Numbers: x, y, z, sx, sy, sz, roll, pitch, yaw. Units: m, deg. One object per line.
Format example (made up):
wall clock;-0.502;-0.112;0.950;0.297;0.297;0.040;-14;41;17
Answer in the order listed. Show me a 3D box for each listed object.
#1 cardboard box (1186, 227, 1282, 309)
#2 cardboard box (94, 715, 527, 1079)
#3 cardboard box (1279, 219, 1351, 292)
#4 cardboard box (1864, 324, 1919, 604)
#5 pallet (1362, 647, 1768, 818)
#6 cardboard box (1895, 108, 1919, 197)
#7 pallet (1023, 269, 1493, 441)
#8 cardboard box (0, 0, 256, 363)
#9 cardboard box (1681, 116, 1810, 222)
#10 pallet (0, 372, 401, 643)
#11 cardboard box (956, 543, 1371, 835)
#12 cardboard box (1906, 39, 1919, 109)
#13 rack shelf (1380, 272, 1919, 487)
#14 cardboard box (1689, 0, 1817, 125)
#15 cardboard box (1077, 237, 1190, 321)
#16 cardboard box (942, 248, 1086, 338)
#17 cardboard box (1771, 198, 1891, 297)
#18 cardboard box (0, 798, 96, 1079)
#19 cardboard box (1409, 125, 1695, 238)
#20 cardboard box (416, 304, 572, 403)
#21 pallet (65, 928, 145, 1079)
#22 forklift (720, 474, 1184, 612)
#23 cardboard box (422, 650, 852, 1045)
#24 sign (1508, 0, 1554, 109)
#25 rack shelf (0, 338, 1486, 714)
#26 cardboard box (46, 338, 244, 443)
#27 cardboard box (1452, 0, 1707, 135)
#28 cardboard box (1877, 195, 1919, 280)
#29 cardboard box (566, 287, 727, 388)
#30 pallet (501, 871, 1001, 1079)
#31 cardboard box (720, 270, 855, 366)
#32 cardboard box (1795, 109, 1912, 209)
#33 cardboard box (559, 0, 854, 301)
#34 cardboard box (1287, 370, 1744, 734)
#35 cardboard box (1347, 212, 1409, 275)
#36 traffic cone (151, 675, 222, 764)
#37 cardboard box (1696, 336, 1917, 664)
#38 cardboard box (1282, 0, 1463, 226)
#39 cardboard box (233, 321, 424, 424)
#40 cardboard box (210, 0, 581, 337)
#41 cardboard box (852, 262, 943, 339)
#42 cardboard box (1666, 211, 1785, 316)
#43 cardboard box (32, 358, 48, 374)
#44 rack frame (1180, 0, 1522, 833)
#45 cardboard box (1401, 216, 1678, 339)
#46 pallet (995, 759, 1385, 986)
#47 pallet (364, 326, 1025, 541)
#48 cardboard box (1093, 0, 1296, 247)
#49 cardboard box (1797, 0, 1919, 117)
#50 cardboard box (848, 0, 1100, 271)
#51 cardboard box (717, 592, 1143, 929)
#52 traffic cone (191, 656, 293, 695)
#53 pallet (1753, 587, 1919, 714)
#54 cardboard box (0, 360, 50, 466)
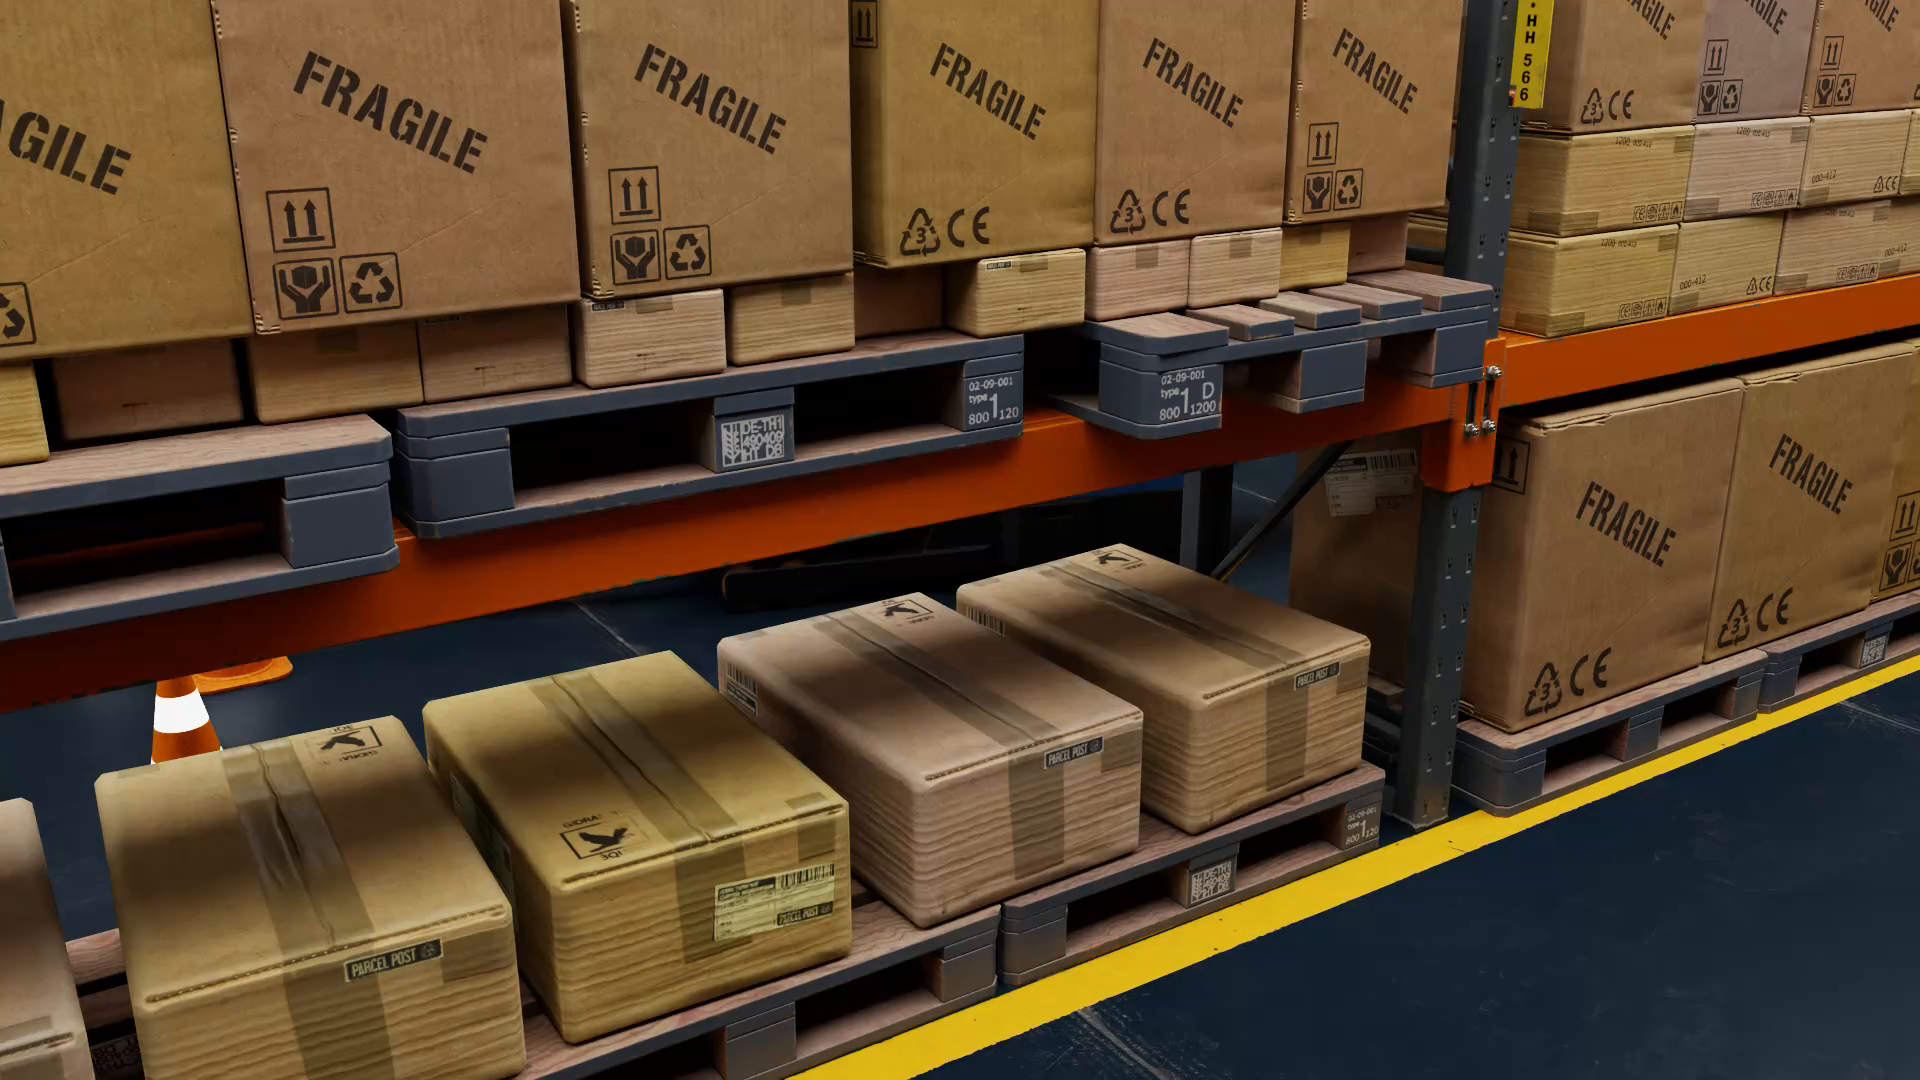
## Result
cardboard box;0.479;-0.620;3.631;0.250;0.149;0.380;-12;22;-32
cardboard box;-1.312;0.746;3.301;0.625;0.372;0.950;-10;21;-28
cardboard box;0.665;-0.676;3.798;0.250;0.149;0.380;-12;22;-31
cardboard box;3.110;-0.389;5.873;0.875;0.875;0.875;-11;22;-30
pallet;1.693;0.419;5.177;1.213;0.211;1.003;-12;22;-31
cardboard box;2.838;-1.234;5.164;0.500;0.250;0.500;-11;22;-30
pallet;0.457;-0.539;3.954;1.003;0.211;1.213;-12;22;-31
cardboard box;-1.380;-0.560;2.443;0.500;0.500;0.500;-12;22;-31
cardboard box;1.984;-1.063;4.660;0.500;0.250;0.500;-11;22;-30
pallet;-1.629;-0.084;2.609;1.213;0.211;1.003;-12;22;-31
cardboard box;0.516;0.359;4.446;0.625;0.372;0.950;-14;23;-35
cardboard box;2.812;-1.591;5.050;0.500;0.500;0.500;-12;22;-31
rack shelf;2.664;-0.795;5.536;4.000;0.370;1.077;-12;22;-31
cardboard box;1.949;-1.416;4.532;0.500;0.500;0.500;-12;22;-31
cardboard box;0.264;-0.578;3.506;0.250;0.149;0.380;-13;23;-34
cardboard box;0.042;-0.525;3.352;0.250;0.149;0.380;-11;22;-30
cardboard box;2.401;-0.917;5.009;0.500;0.250;0.500;-11;22;-30
cardboard box;-1.911;0.874;2.924;0.625;0.372;0.950;-12;22;-31
cardboard box;1.552;-0.973;4.391;0.500;0.250;0.500;-12;22;-32
cardboard box;-0.859;-0.361;2.865;0.250;0.149;0.380;-12;22;-31
pallet;-1.698;1.104;3.148;1.213;0.211;1.003;-12;22;-31
forklift;-0.651;-1.320;6.072;3.031;2.935;1.130;-5;19;-16
cardboard box;-0.733;0.623;3.665;0.625;0.372;0.950;-11;22;-30
sign;1.300;-1.151;3.782;0.005;0.325;0.100;-12;22;-31
rack shelf;-0.677;-0.090;3.452;4.000;0.370;1.077;-12;22;-31
cardboard box;-1.304;-0.284;2.637;0.250;0.149;0.380;-10;21;-28
cardboard box;1.540;-1.326;4.266;0.500;0.500;0.500;-13;22;-33
cardboard box;2.811;-1.005;5.269;0.500;0.250;0.500;-12;22;-31
cardboard box;-0.608;-0.394;2.963;0.250;0.149;0.380;-11;22;-29
pallet;-0.678;0.888;3.788;1.213;0.211;1.003;-12;22;-31
cardboard box;-0.402;-0.449;3.125;0.250;0.149;0.380;-13;22;-33
cardboard box;2.408;-1.148;4.910;0.500;0.250;0.500;-12;22;-32
cardboard box;-0.537;-0.737;2.966;0.500;0.500;0.500;-13;23;-34
cardboard box;1.616;-0.075;4.946;0.875;0.875;0.875;-12;22;-32
cardboard box;0.849;-0.743;3.995;0.250;0.149;0.380;-11;22;-29
traffic cone;-2.082;0.530;4.455;0.334;0.463;0.336;-12;22;-31
cardboard box;2.363;-0.231;5.407;0.875;0.875;0.875;-12;22;-31
cardboard box;0.766;-1.016;3.791;0.500;0.500;0.500;-13;22;-33
cardboard box;-1.066;-0.318;2.738;0.250;0.149;0.380;-12;22;-31
cardboard box;-0.960;-0.644;2.689;0.500;0.500;0.500;-12;22;-32
cardboard box;-0.237;-0.515;3.321;0.250;0.149;0.380;-12;22;-31
cardboard box;1.959;-0.827;4.740;0.500;0.250;0.500;-13;22;-33
cardboard box;-1.644;-0.420;3.040;0.250;0.149;0.380;-12;22;-32
rack frame;0.993;-0.784;4.379;0.127;3.000;1.000;-12;22;-31
cardboard box;1.540;-0.731;4.459;0.500;0.250;0.500;-12;22;-32
pallet;0.340;0.675;4.419;1.213;0.211;1.003;-12;22;-31
pallet;-0.638;-0.333;3.346;1.213;0.211;1.003;-12;22;-31
cardboard box;0.341;-0.922;3.513;0.500;0.500;0.500;-12;22;-32
cardboard box;2.389;-1.503;4.790;0.500;0.500;0.500;-11;22;-30
cardboard box;-0.080;-0.833;3.249;0.500;0.500;0.500;-14;23;-35
cardboard box;-0.096;0.491;4.055;0.625;0.372;0.950;-12;22;-32
traffic cone;-2.390;0.211;5.397;0.334;0.463;0.336;-12;22;-31
pallet;2.711;0.205;5.808;1.213;0.211;1.003;-12;22;-31
cardboard box;-1.499;-0.213;2.429;0.250;0.149;0.380;-11;22;-30
